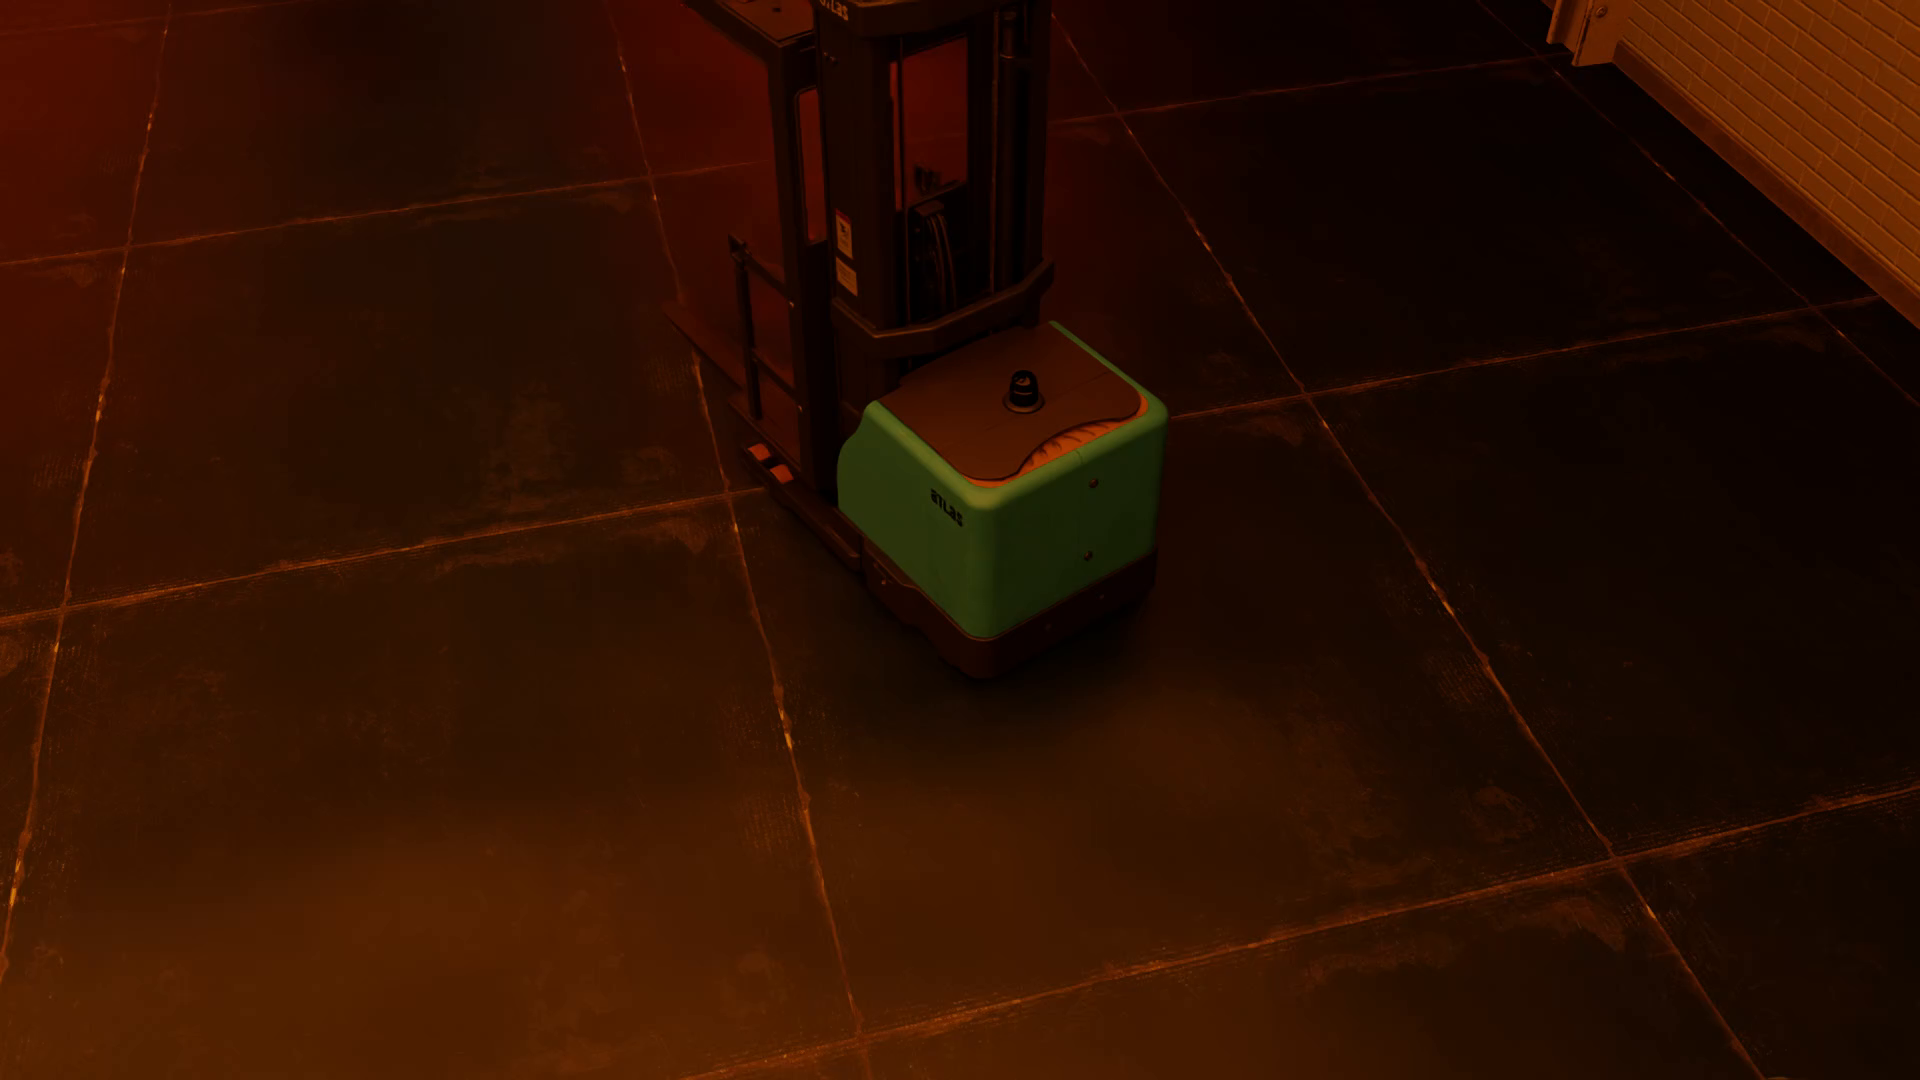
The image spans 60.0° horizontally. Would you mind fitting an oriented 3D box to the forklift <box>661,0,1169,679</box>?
[{"bbox_3d":[-0.408,-1.442,7.171,1.130,2.935,3.031,-27,50,-26],"label":"forklift"}]
